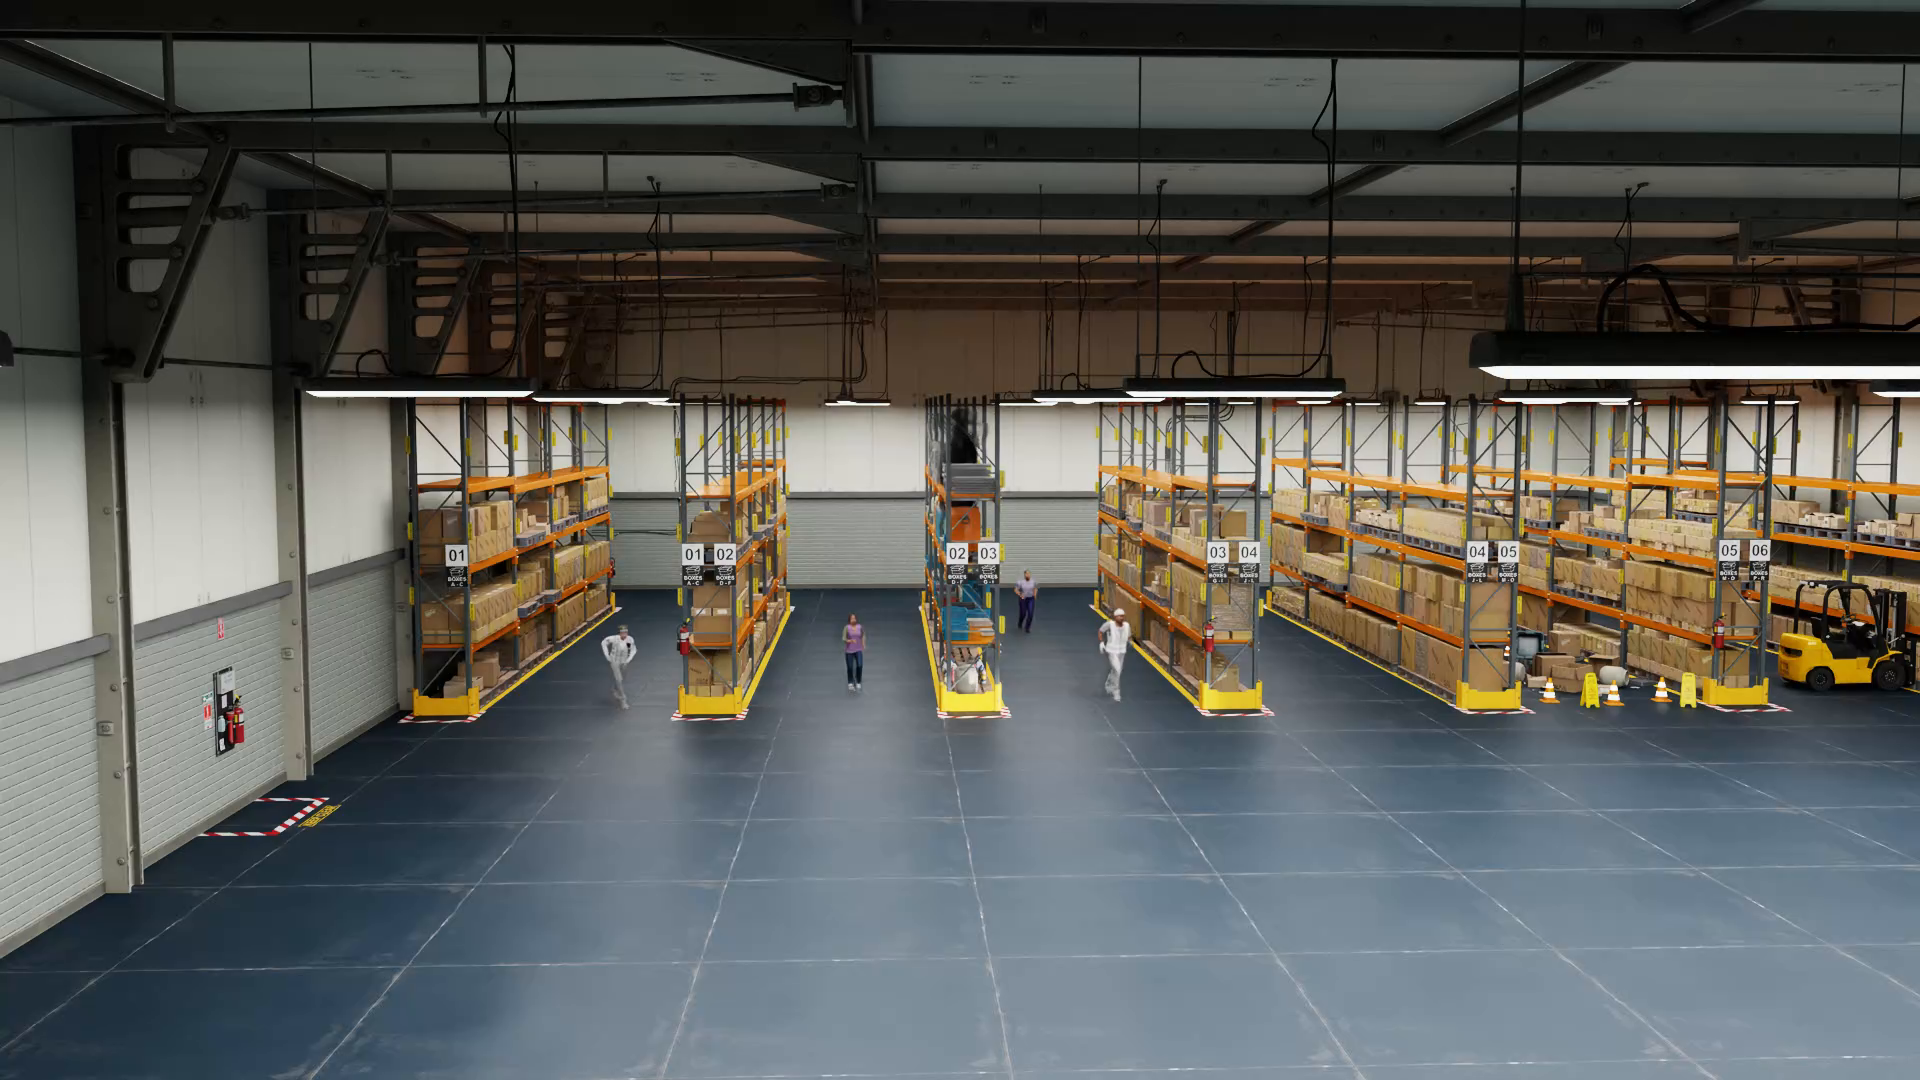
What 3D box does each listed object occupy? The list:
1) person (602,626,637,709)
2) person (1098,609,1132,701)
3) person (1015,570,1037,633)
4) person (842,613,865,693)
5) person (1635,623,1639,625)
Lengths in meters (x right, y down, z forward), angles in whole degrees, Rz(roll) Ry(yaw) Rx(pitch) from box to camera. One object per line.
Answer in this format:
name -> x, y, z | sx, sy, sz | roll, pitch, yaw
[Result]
person -> -6.598, 2.415, 32.108 | 0.655, 1.628, 0.980 | -2, 5, -23
person -> 3.093, 2.248, 32.927 | 0.601, 1.818, 0.907 | -2, 5, -29
person -> 1.704, 1.567, 42.569 | 0.595, 1.588, 0.561 | -1, 5, -12
person -> -2.134, 2.274, 33.546 | 0.508, 1.604, 0.667 | -1, 5, -11
person -> 16.350, 1.775, 39.674 | 0.531, 1.623, 0.817 | -1, 5, -10
